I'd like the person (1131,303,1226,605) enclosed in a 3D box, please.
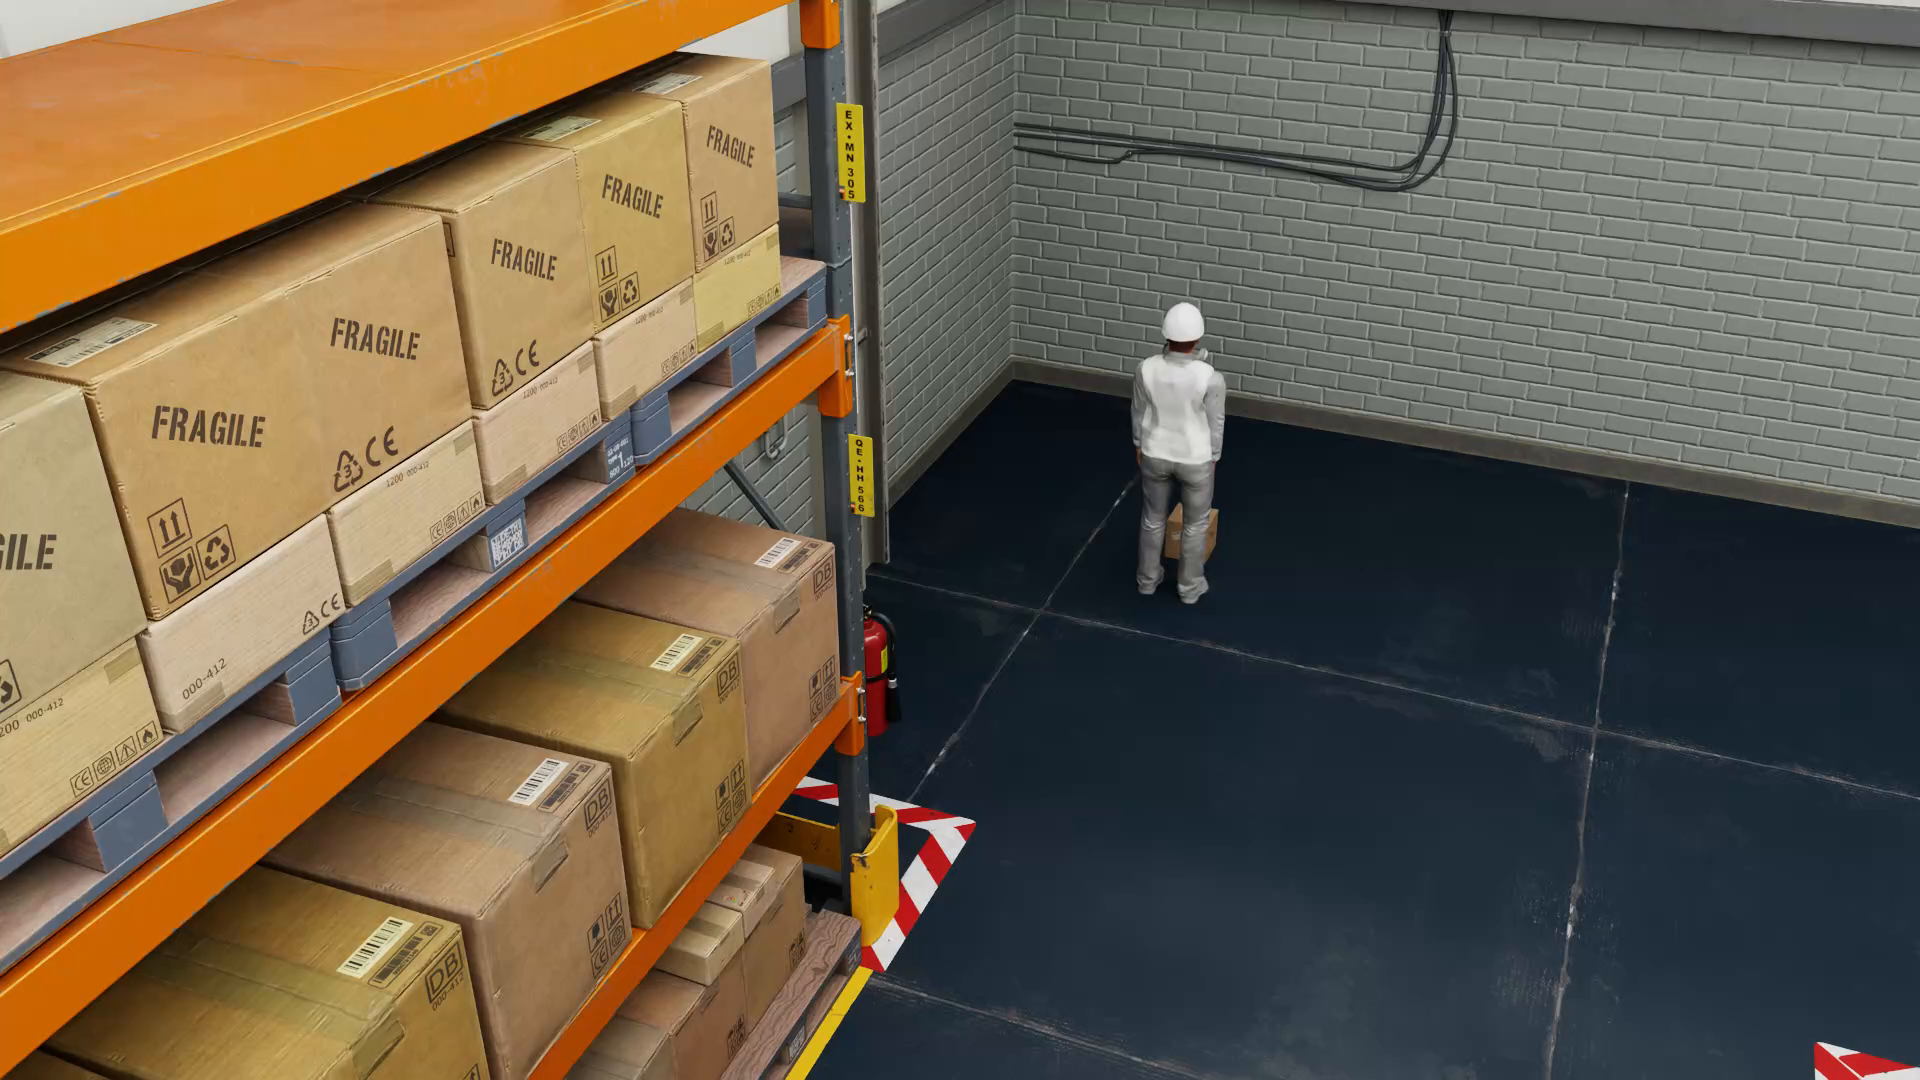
[{"bbox_3d":[1.200,-0.486,9.241,0.531,1.770,0.359,12,32,20],"label":"person"}]
